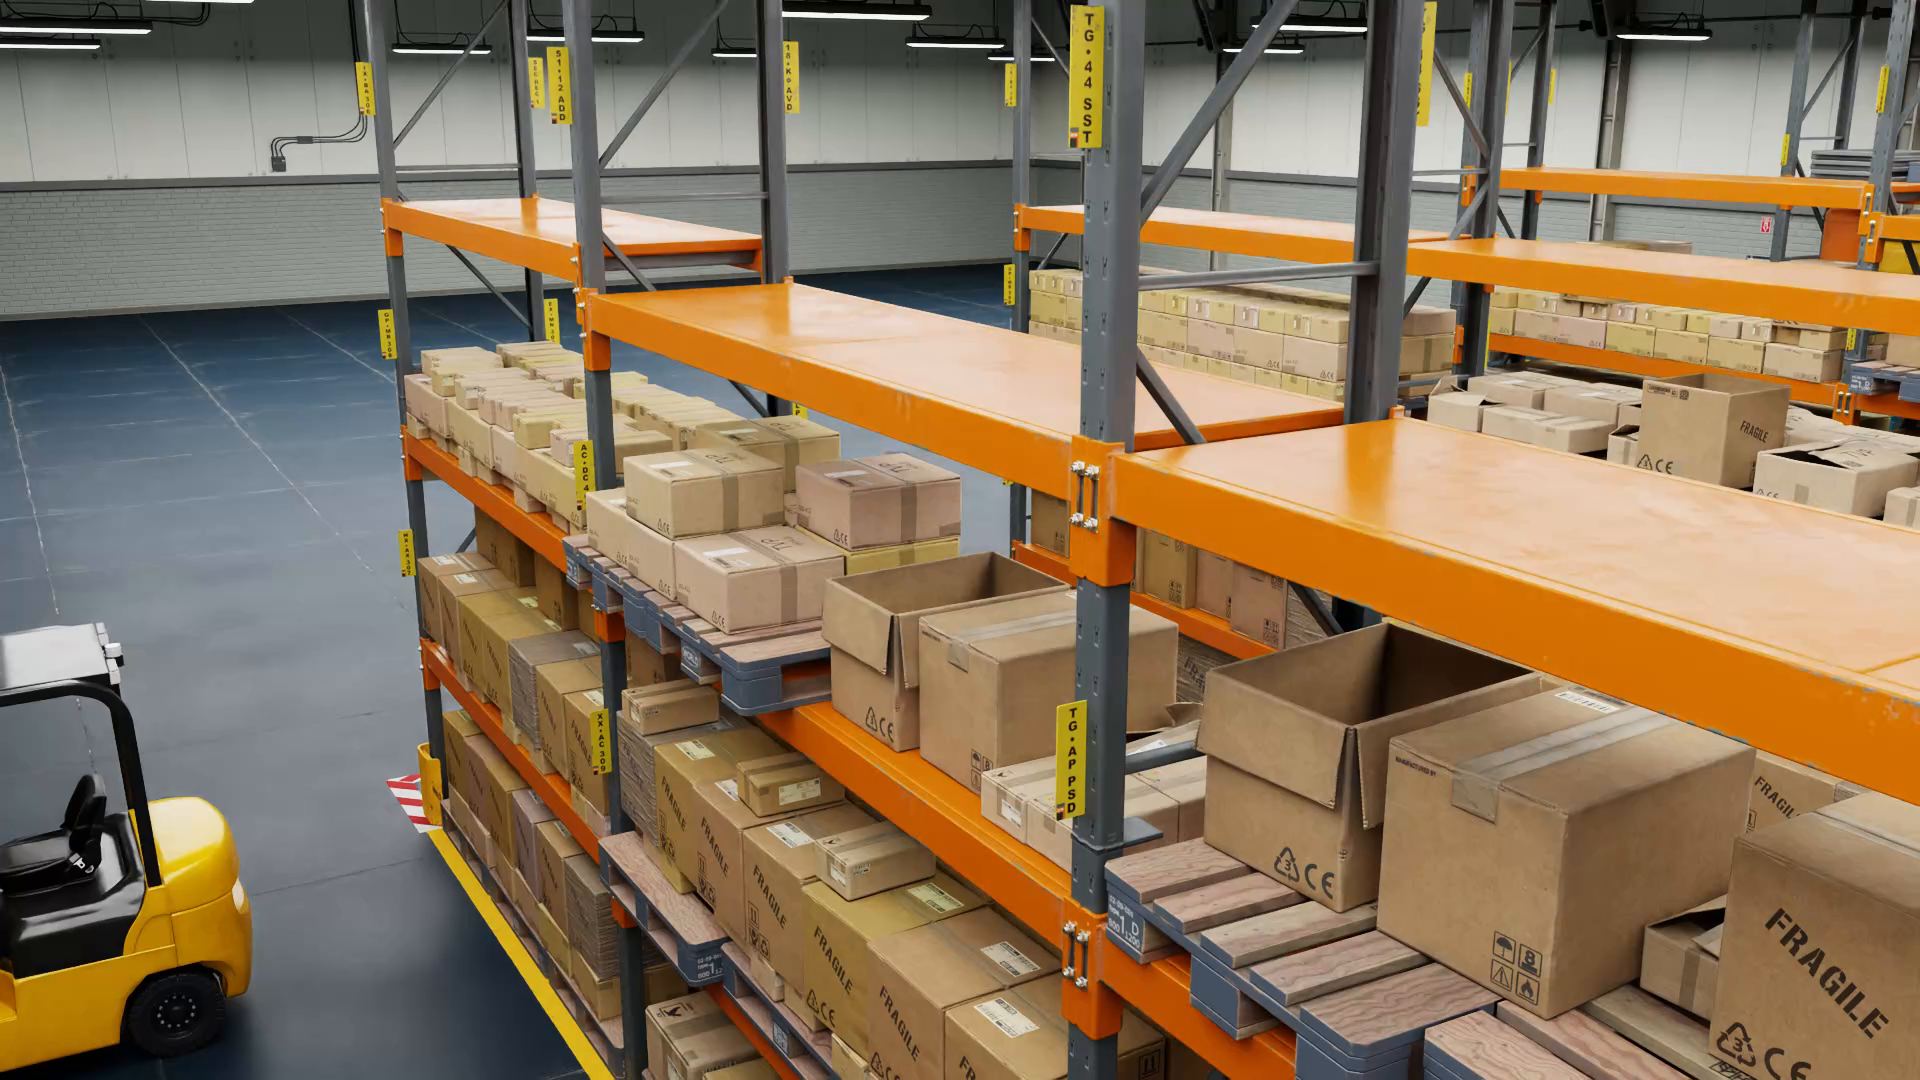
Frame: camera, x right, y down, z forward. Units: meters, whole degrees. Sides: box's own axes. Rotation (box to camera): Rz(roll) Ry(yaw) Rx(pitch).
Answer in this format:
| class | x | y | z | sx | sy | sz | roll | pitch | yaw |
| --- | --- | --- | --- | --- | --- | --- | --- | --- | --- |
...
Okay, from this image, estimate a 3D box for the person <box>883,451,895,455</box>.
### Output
| class | x | y | z | sx | sy | sz | roll | pitch | yaw |
| --- | --- | --- | --- | --- | --- | --- | --- | --- | --- |
| person | -0.795 | -0.063 | 16.252 | 0.667 | 1.638 | 0.547 | 9 | 17 | 30 |
